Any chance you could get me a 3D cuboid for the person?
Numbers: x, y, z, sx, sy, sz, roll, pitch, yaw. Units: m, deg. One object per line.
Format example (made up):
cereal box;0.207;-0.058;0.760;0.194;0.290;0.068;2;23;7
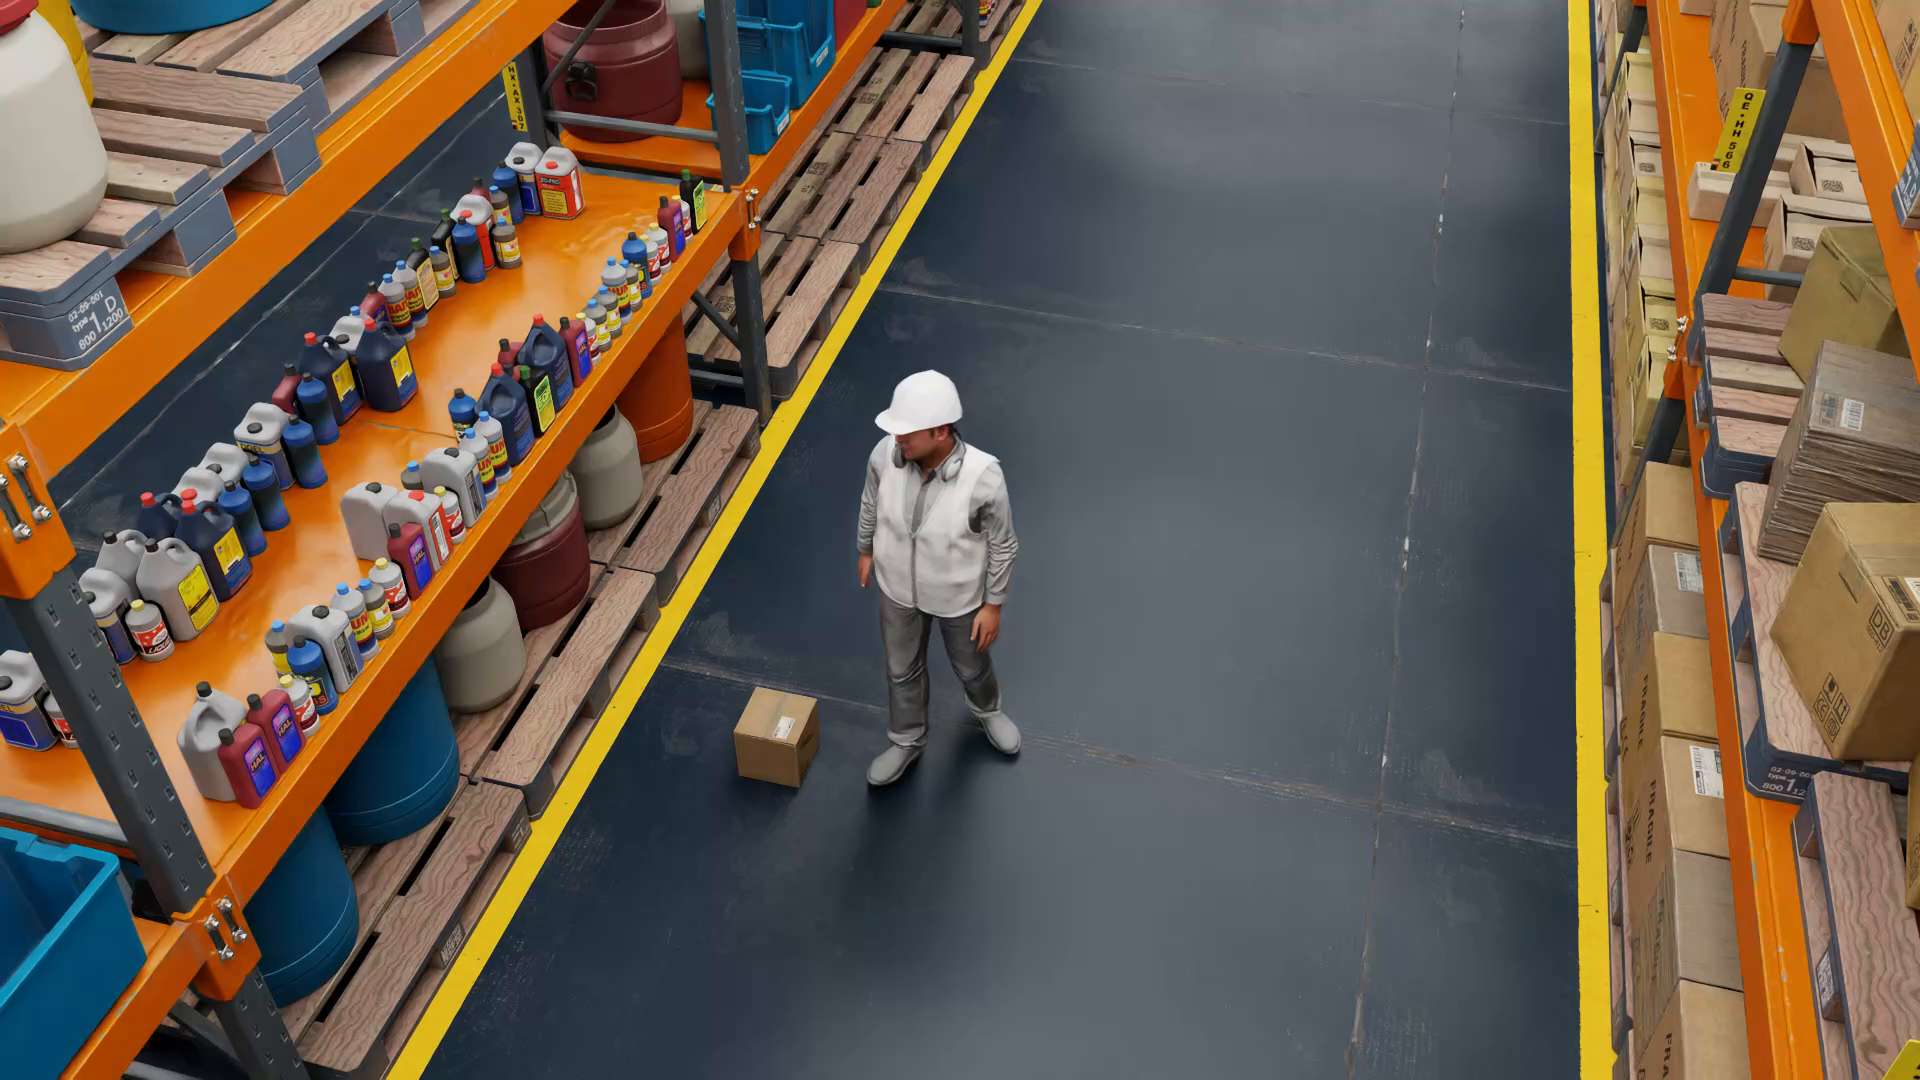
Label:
person;-0.103;0.148;5.945;0.636;1.775;0.583;15;43;17
